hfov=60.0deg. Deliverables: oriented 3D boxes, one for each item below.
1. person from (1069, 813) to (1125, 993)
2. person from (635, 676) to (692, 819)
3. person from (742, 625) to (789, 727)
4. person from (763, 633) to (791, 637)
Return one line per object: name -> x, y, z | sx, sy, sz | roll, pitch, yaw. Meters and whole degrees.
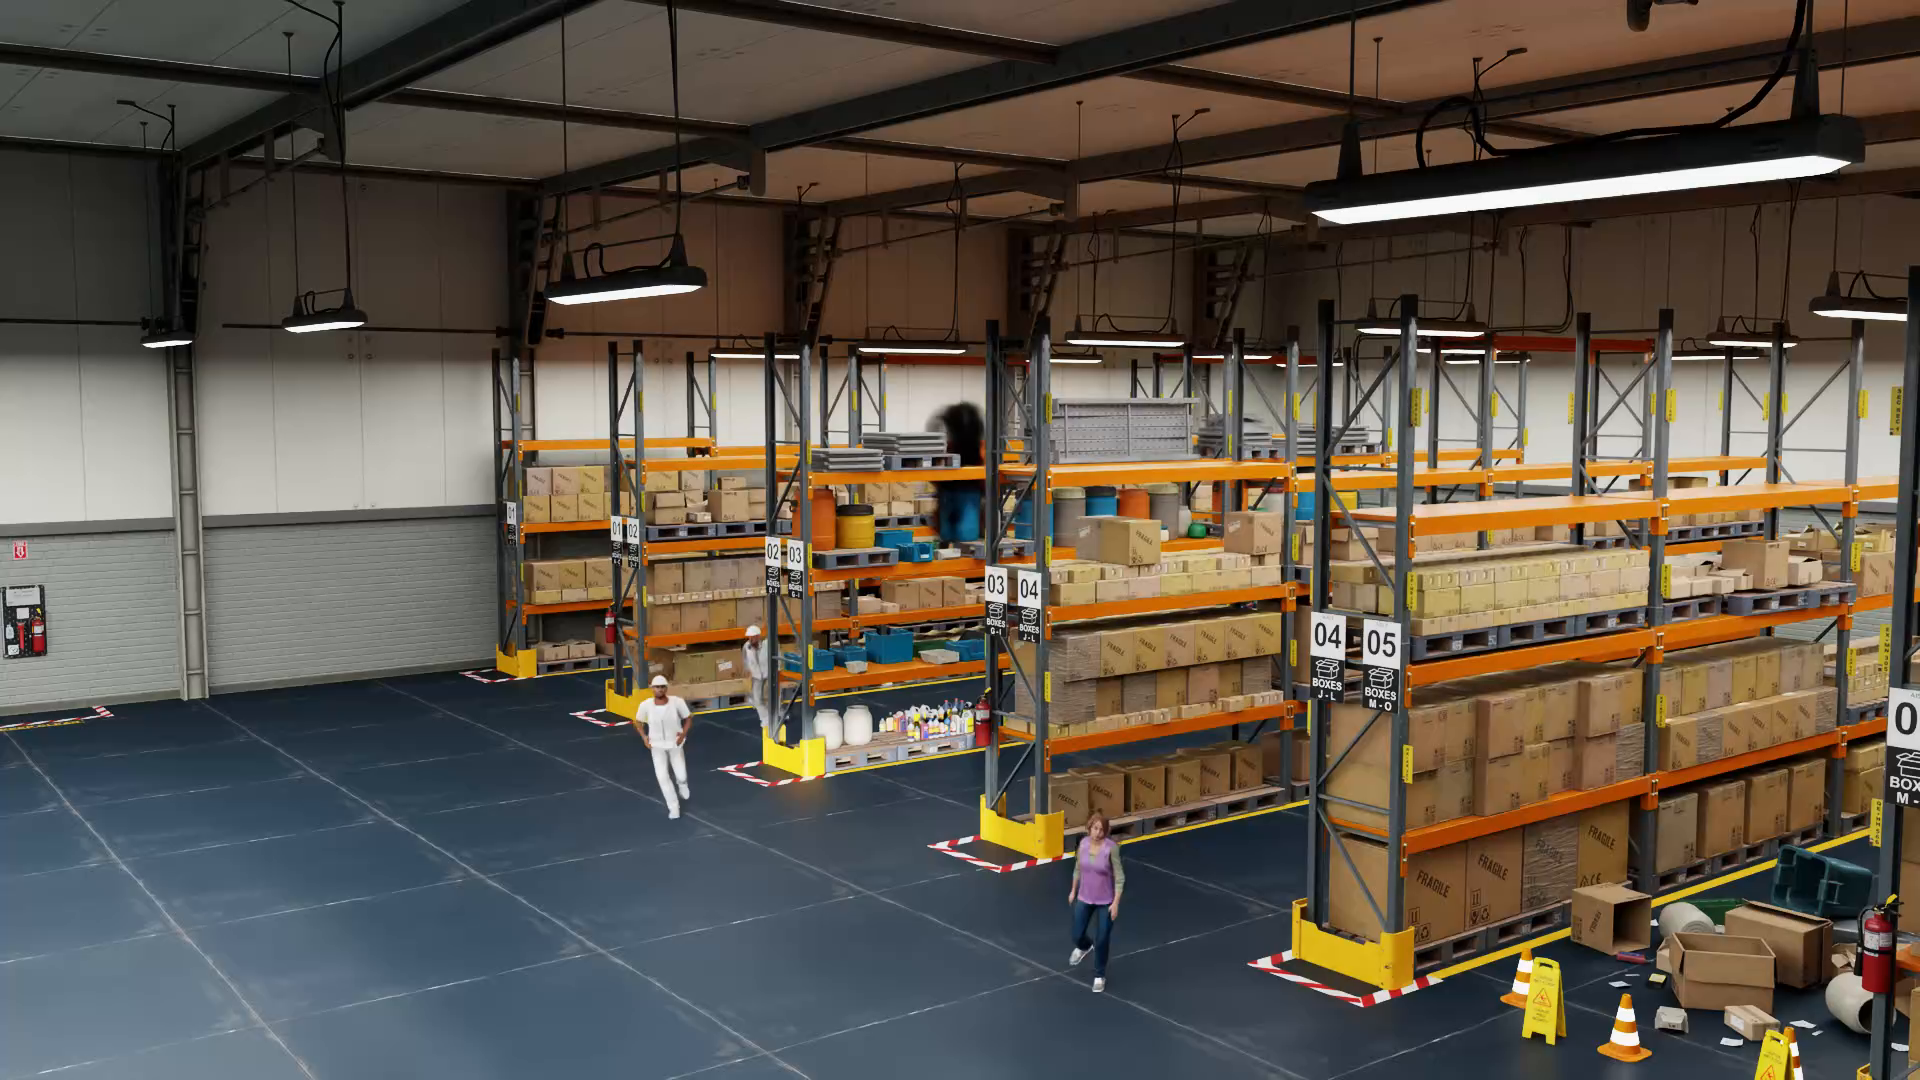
person -> 1.182, 3.127, 14.435 | 0.578, 1.582, 0.636 | 2, 5, 20
person -> -3.659, 2.517, 20.487 | 0.696, 1.722, 0.799 | 0, 5, -3
person -> -3.036, 2.092, 25.793 | 0.664, 1.629, 0.912 | 0, 5, 5
person -> -3.315, 1.758, 30.237 | 0.641, 1.517, 0.898 | 3, 6, 35
